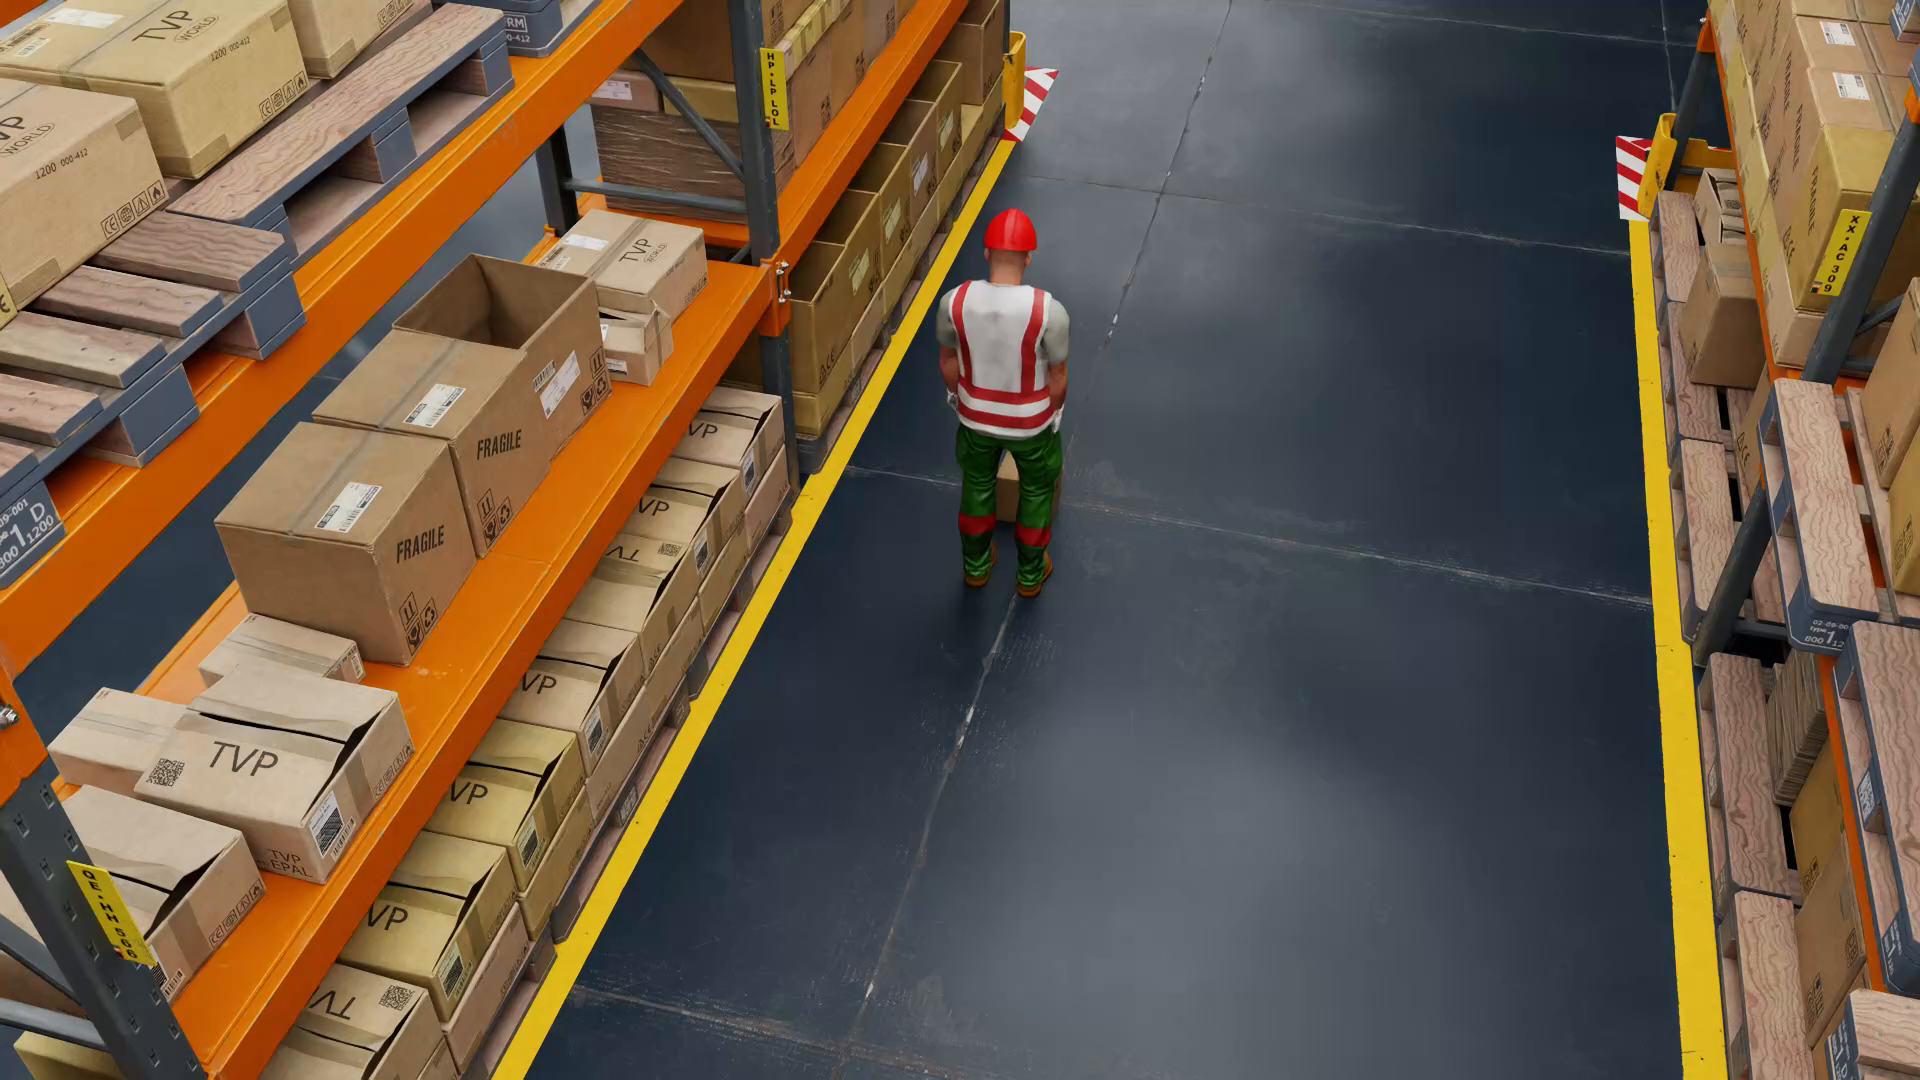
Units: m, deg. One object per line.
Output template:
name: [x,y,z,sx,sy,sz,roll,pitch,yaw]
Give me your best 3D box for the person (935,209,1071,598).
person: [0.179,-0.530,6.777,0.534,1.763,0.400,11,42,12]
